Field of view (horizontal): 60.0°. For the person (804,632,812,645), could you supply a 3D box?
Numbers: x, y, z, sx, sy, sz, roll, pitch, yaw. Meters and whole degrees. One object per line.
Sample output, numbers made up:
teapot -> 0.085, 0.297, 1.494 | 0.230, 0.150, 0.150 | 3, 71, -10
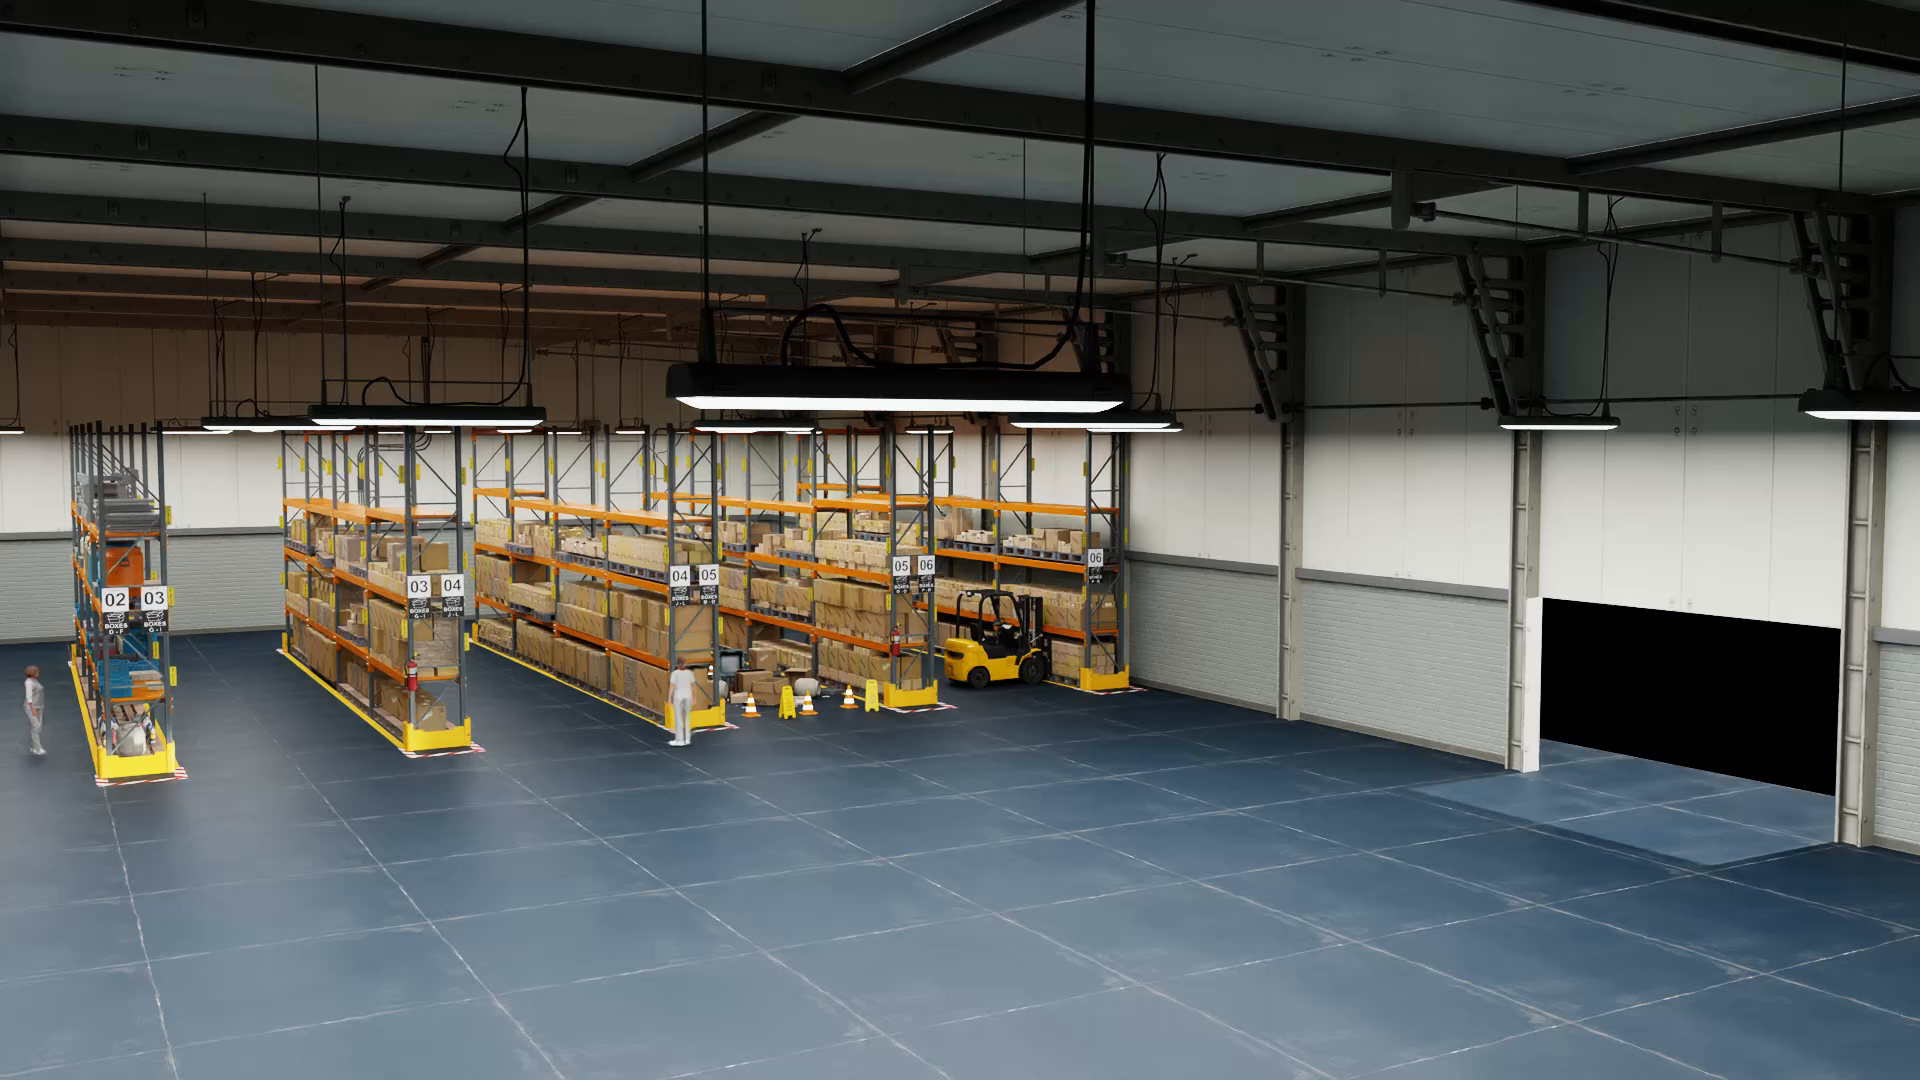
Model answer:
person -> -4.063, 2.021, 45.301 | 0.547, 1.796, 0.454 | 3, 5, 44

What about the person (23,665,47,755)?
person -> -16.728, 3.068, 30.171 | 0.486, 1.595, 0.423 | 0, 4, 3

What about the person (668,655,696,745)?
person -> -5.153, 2.986, 30.862 | 0.532, 1.708, 0.373 | -1, 4, -18
